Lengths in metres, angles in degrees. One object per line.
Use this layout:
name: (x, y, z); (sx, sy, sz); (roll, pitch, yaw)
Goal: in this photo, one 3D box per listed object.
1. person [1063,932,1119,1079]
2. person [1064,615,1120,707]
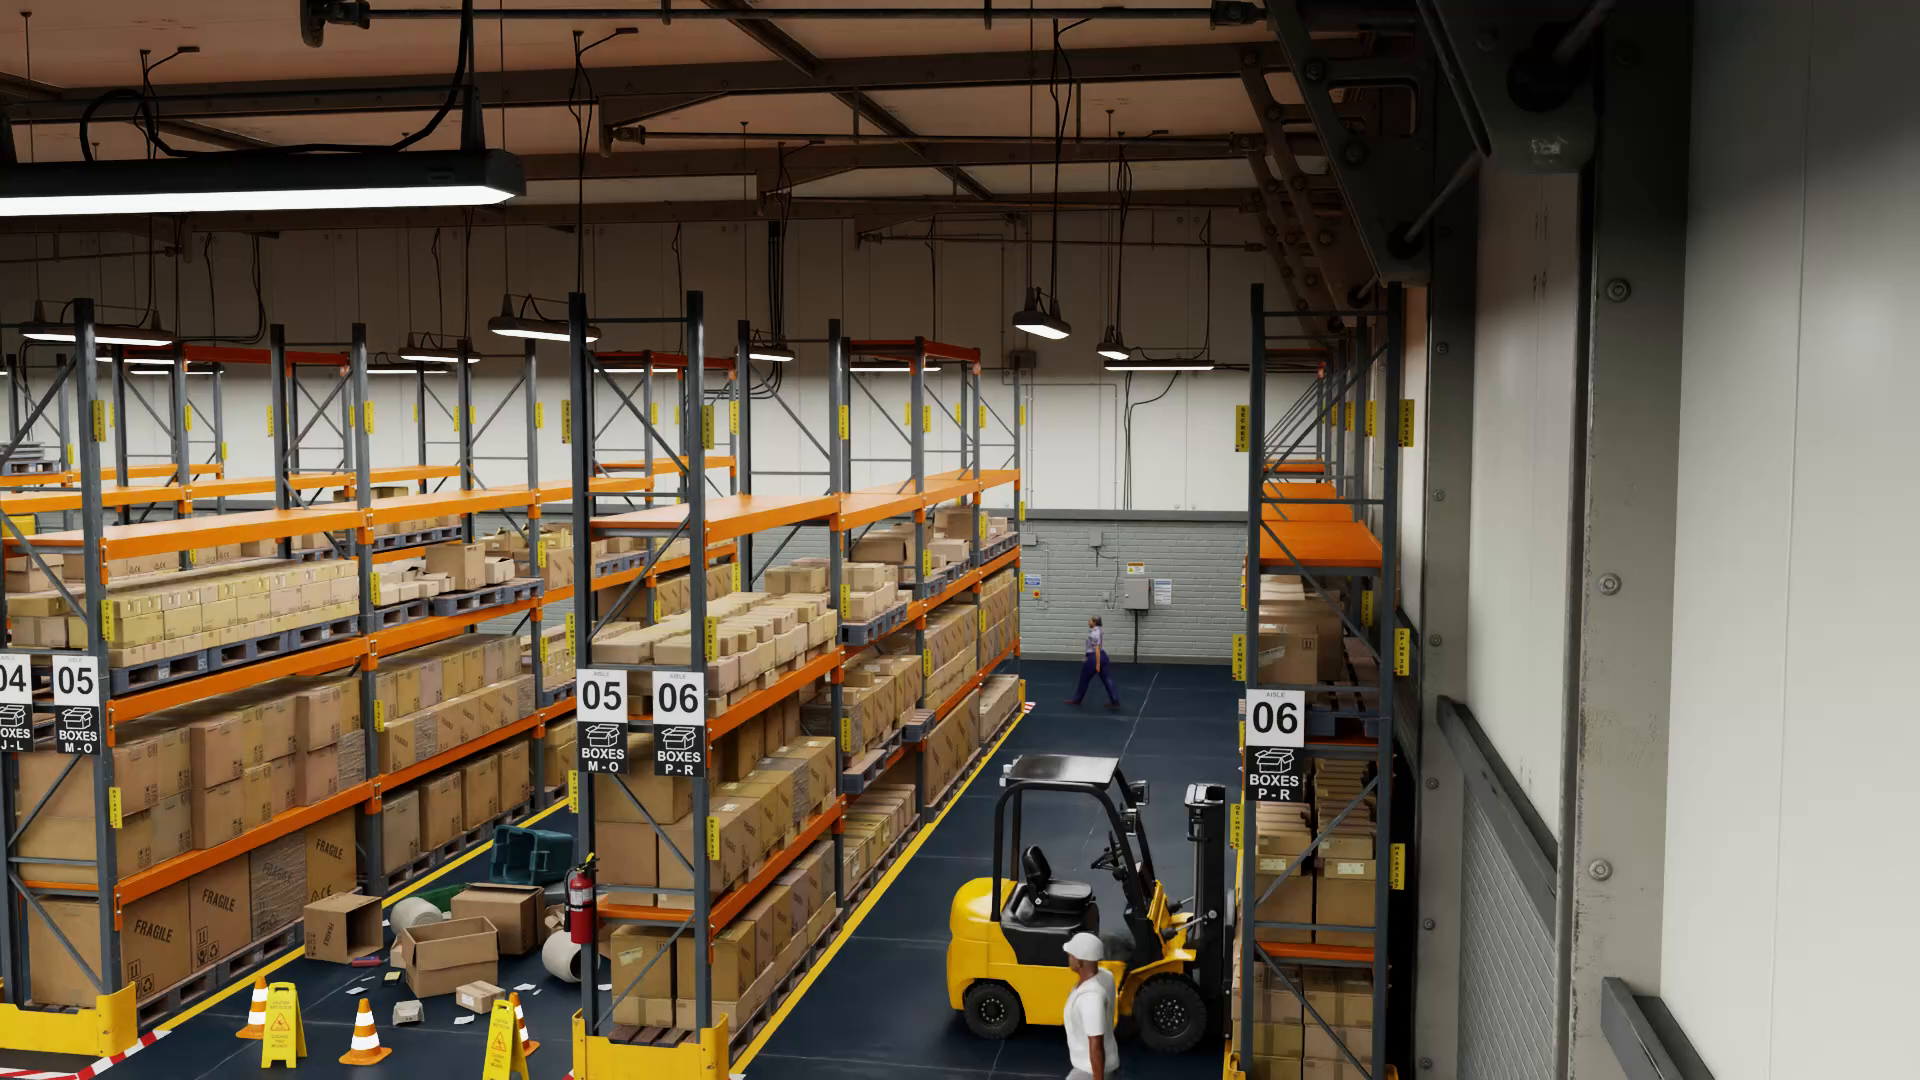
person: (0.908, 3.417, 10.909); (0.995, 1.724, 0.620); (0, 5, 4)
person: (2.309, 2.058, 28.522); (1.003, 1.572, 0.471); (3, 6, 36)
